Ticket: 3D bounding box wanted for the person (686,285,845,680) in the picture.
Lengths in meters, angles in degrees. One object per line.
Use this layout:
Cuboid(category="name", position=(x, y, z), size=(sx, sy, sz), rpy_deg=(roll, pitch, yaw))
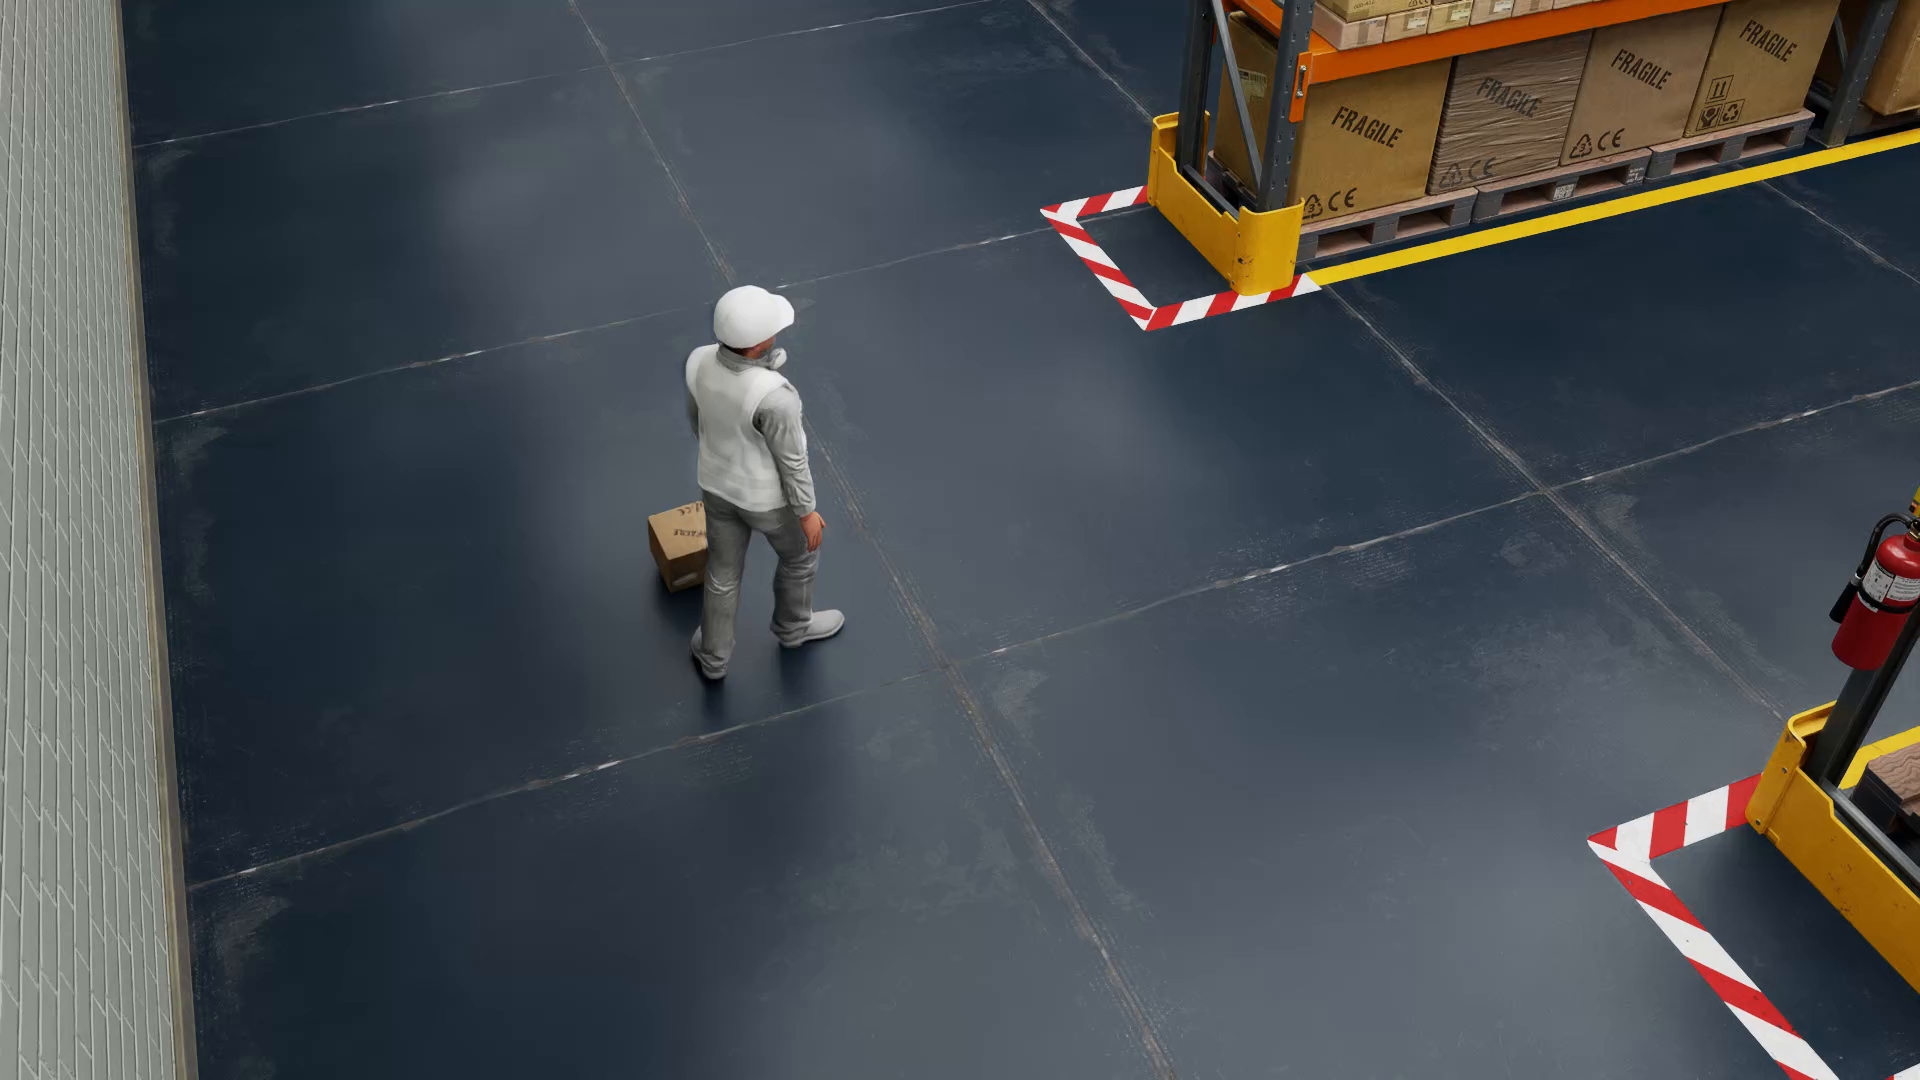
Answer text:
Cuboid(category="person", position=(-0.787, -0.203, 6.373), size=(0.614, 1.766, 0.618), rpy_deg=(24, 47, 25))
